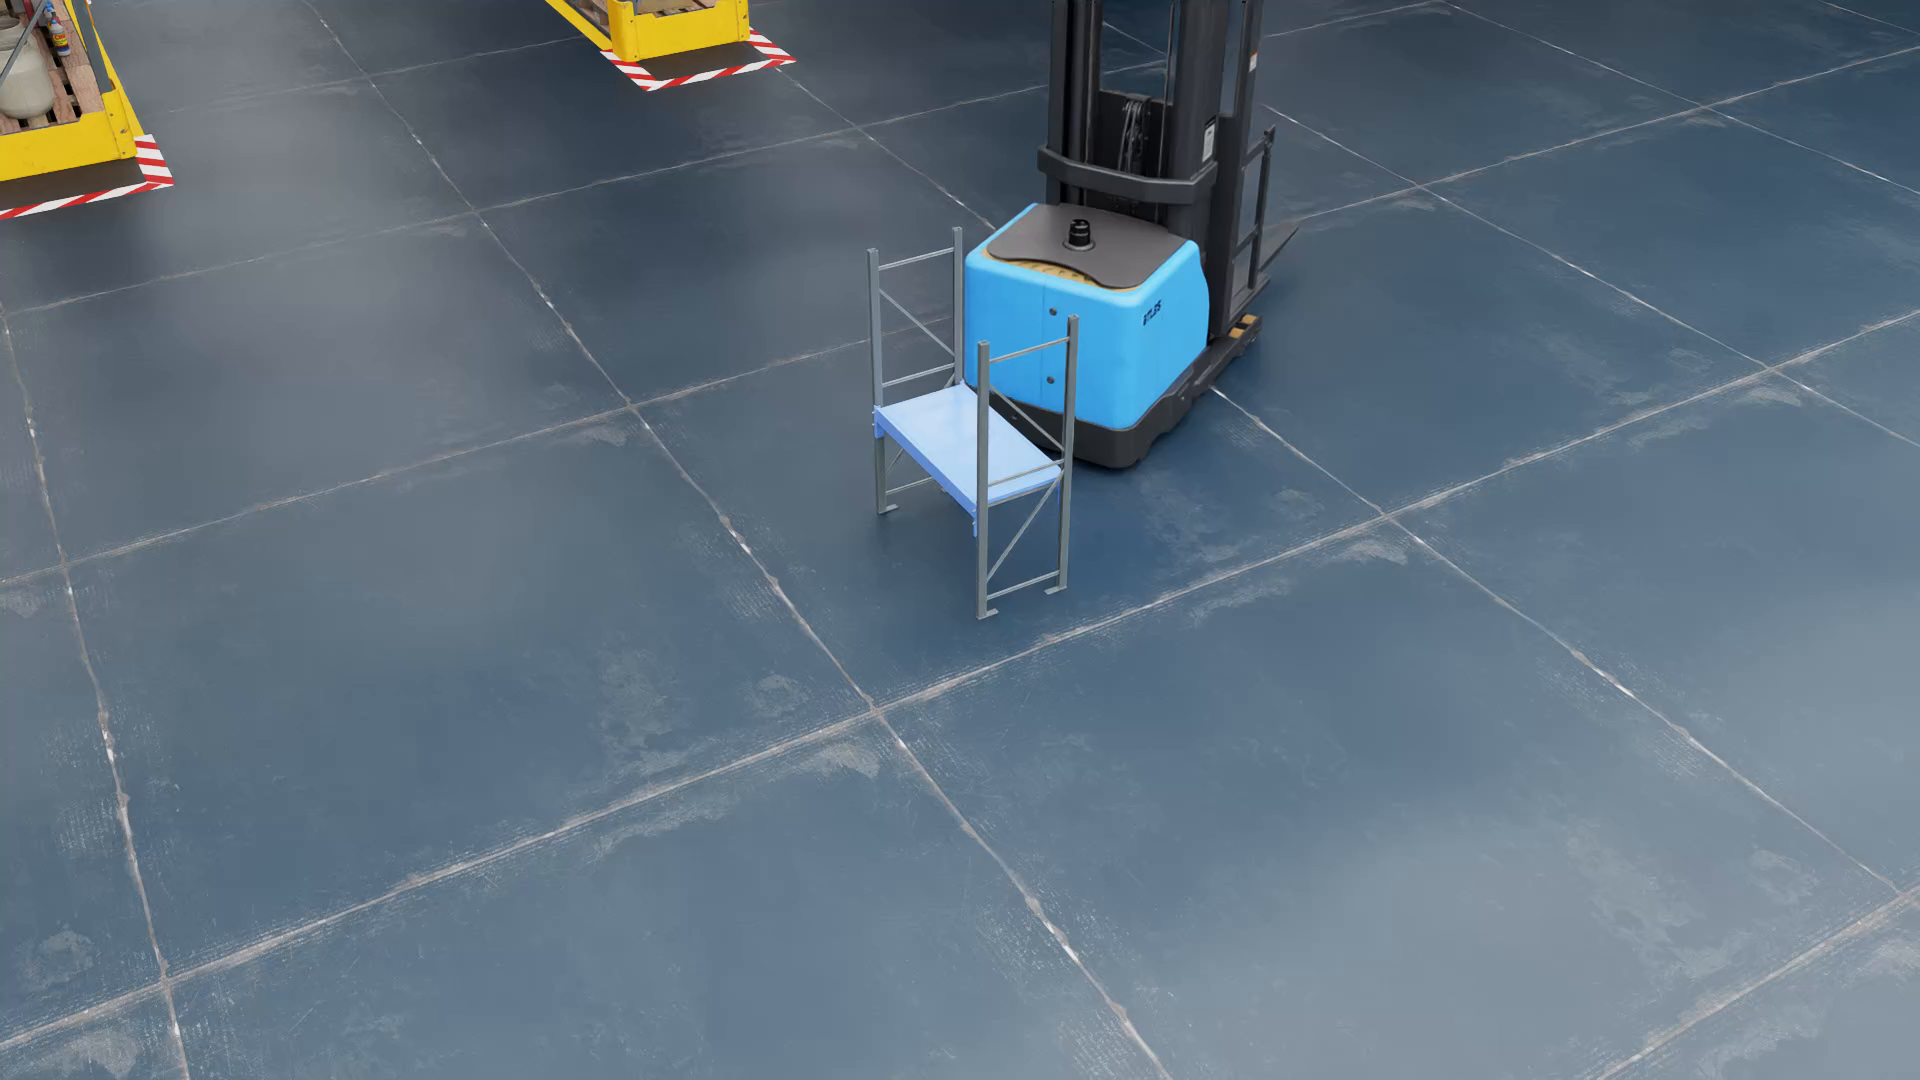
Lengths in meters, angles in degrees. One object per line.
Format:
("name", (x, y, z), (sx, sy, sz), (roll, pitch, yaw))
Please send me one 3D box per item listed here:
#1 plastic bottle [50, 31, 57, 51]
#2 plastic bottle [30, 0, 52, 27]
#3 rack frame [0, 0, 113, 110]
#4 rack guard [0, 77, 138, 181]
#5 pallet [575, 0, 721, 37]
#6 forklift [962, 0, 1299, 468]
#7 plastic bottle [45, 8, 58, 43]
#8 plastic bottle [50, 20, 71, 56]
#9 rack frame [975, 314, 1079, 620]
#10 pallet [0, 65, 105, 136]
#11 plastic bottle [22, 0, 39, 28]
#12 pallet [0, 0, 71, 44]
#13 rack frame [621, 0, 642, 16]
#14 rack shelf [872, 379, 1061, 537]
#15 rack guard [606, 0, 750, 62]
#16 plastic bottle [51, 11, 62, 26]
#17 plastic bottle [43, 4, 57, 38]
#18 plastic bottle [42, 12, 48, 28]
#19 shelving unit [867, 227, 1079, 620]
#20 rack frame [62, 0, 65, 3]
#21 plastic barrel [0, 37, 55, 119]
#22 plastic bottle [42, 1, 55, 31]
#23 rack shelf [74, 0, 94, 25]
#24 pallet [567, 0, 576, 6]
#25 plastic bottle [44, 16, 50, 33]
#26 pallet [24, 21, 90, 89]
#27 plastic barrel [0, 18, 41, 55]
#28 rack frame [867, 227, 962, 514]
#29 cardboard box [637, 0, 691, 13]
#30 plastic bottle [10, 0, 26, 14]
("plastic bottle", (-7.329, -4.085, 13.526), (0.097, 0.201, 0.097), (0, 36, 0))
("plastic bottle", (-7.735, -4.495, 14.025), (0.152, 0.276, 0.135), (-18, 40, -23))
("rack frame", (-6.635, -3.967, 11.366), (1.000, 3.000, 0.127), (-19, 40, -24))
("rack guard", (-6.714, -2.983, 12.137), (1.175, 0.500, 0.348), (-19, 40, -24))
("pallet", (-2.768, -4.772, 14.833), (1.003, 0.211, 1.213), (-19, 40, -24))
("forklift", (1.183, -2.413, 9.296), (1.130, 2.935, 3.031), (19, 40, 24))
("plastic bottle", (-7.449, -4.235, 13.673), (0.097, 0.271, 0.097), (0, 36, 0))
("plastic bottle", (-7.277, -4.060, 13.433), (0.097, 0.271, 0.097), (0, 36, 0))
("rack frame", (0.298, -0.303, 7.621), (0.500, 1.500, 0.032), (-19, 40, -24))
("pallet", (-7.118, -3.282, 12.792), (1.003, 0.211, 1.213), (-19, 40, -24))
("plastic bottle", (-7.827, -4.466, 13.979), (0.061, 0.283, 0.133), (-19, 40, -24))
("pallet", (-8.343, -4.526, 14.496), (1.003, 0.211, 1.213), (-19, 40, -24))
("rack frame", (-2.353, -5.435, 13.376), (1.000, 3.000, 0.127), (-19, 40, -24))
("rack shelf", (0.043, -0.417, 8.082), (0.538, 0.185, 1.000), (-19, 40, -24))
("rack guard", (-2.391, -4.464, 14.166), (1.175, 0.500, 0.348), (-19, 40, -24))
("plastic bottle", (-7.375, -4.186, 13.595), (0.061, 0.283, 0.133), (-18, 40, -23))
("plastic bottle", (-7.499, -4.286, 13.743), (0.097, 0.271, 0.097), (0, 36, 0))
("plastic bottle", (-7.652, -4.413, 13.976), (0.097, 0.201, 0.097), (0, 36, 0))
("shelving unit", (0.043, -0.562, 7.975), (0.538, 1.500, 1.048), (-19, 40, -24))
("rack frame", (-8.645, -6.007, 14.159), (1.000, 3.000, 0.127), (-19, 40, -24))
("plastic barrel", (-7.032, -3.445, 12.405), (0.421, 0.512, 0.421), (0, 36, 0))
("plastic bottle", (-7.601, -4.389, 13.884), (0.097, 0.271, 0.097), (0, 36, 0))
("rack shelf", (-7.640, -4.697, 12.975), (1.077, 0.370, 4.000), (-19, 40, -24))
("pallet", (-3.377, -5.394, 15.684), (1.003, 0.211, 1.213), (-19, 40, -24))
("plastic bottle", (-7.549, -4.308, 13.832), (0.097, 0.201, 0.097), (0, 36, 0))
("pallet", (-7.726, -3.903, 13.643), (1.003, 0.211, 1.213), (-19, 40, -24))
("plastic barrel", (-7.284, -3.701, 12.755), (0.421, 0.512, 0.421), (0, 36, 0))
("rack frame", (-0.213, -0.821, 8.330), (0.500, 1.500, 0.032), (-19, 40, -24))
("cardboard box", (-2.652, -4.919, 14.432), (0.500, 0.500, 0.500), (-12, 38, -16))
("plastic bottle", (-8.091, -4.687, 14.288), (0.152, 0.276, 0.135), (-19, 40, -24))
